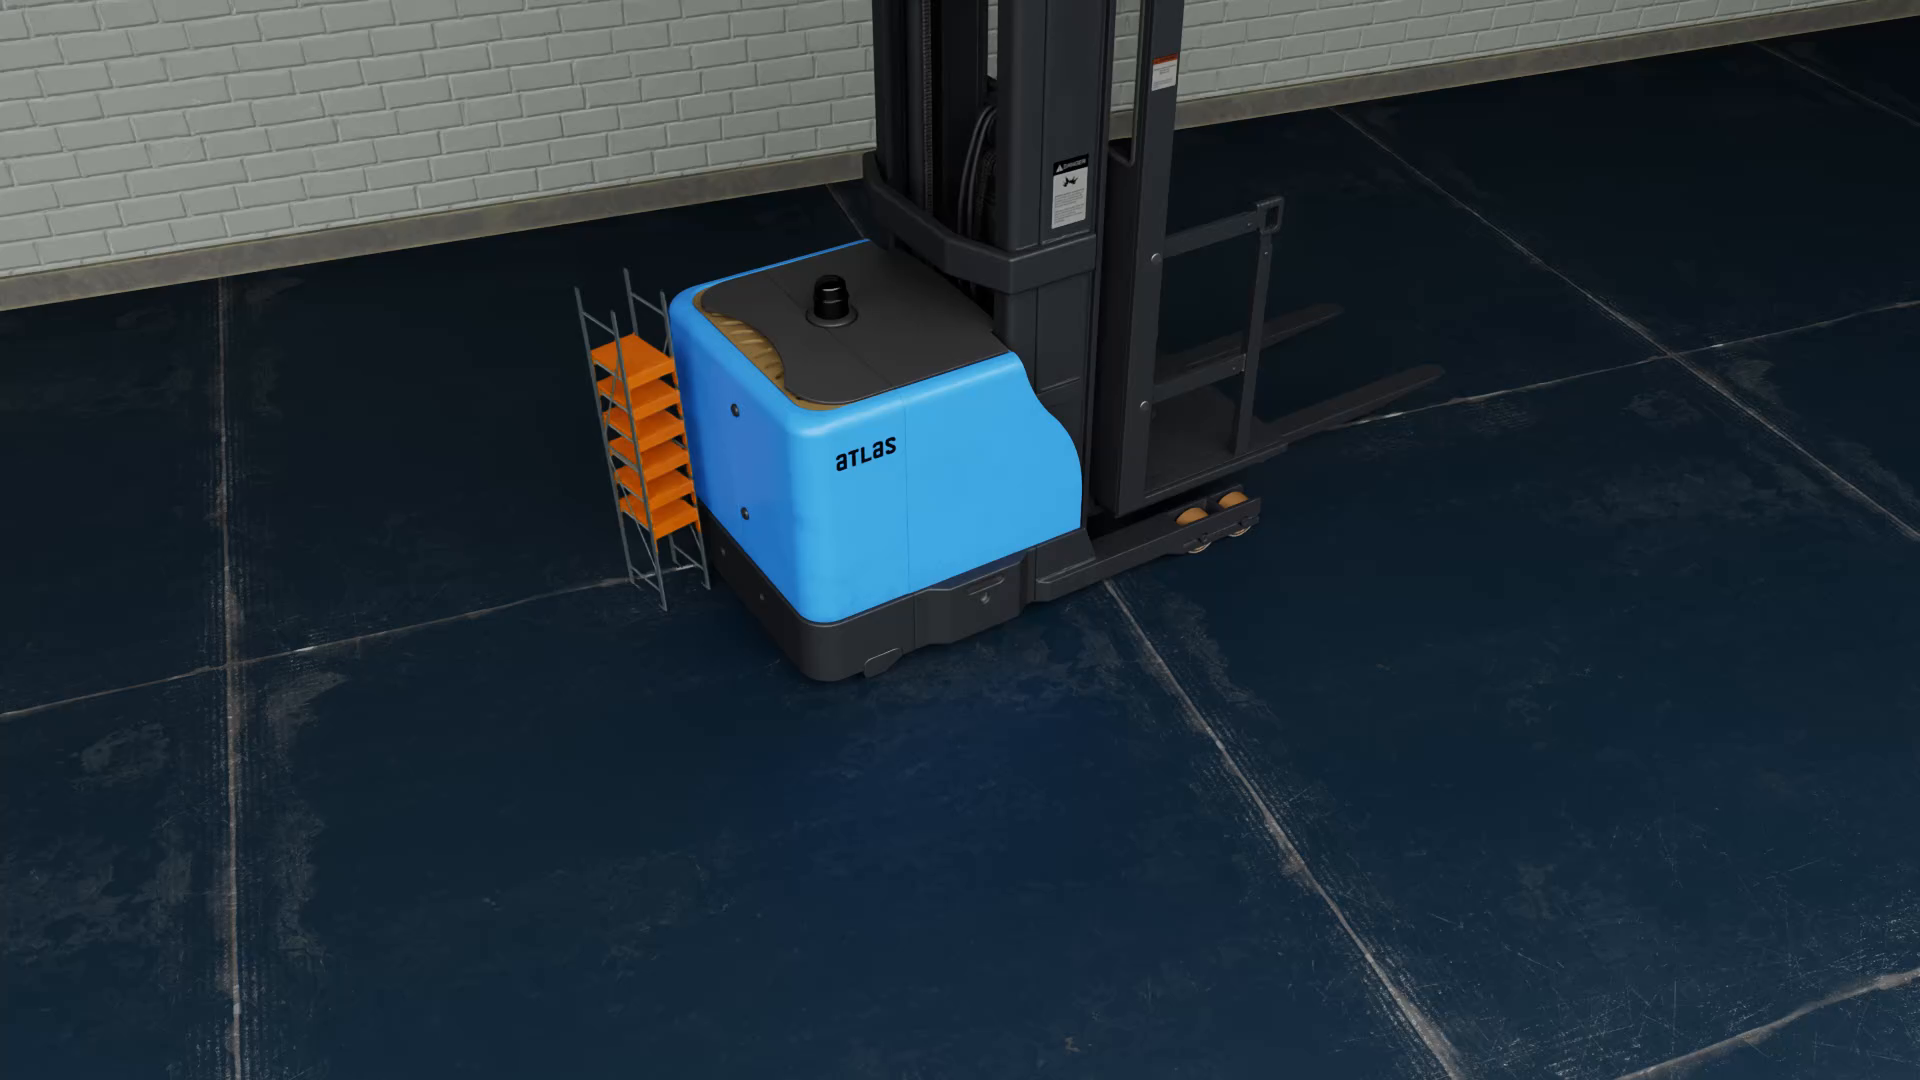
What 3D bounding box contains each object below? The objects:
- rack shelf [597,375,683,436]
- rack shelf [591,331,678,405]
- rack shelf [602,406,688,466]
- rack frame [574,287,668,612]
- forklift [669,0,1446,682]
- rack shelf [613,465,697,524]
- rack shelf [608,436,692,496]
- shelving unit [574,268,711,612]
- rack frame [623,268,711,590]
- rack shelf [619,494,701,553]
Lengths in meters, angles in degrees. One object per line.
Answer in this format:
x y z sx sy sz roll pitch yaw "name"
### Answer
-1.075 -0.473 5.547 0.180 0.103 0.258 -29 44 -31 "rack shelf"
-1.078 -0.569 5.475 0.180 0.103 0.258 -29 44 -31 "rack shelf"
-1.071 -0.377 5.618 0.180 0.103 0.258 -29 44 -31 "rack shelf"
-1.137 -0.278 5.616 0.006 1.200 0.240 -29 44 -31 "rack frame"
0.530 -1.371 5.634 3.031 2.935 1.130 -21 42 -25 "forklift"
-1.063 -0.184 5.760 0.180 0.103 0.258 -29 44 -31 "rack shelf"
-1.067 -0.280 5.689 0.180 0.103 0.258 -29 44 -31 "rack shelf"
-1.068 -0.316 5.663 0.189 1.200 0.258 -29 44 -31 "shelving unit"
-0.999 -0.353 5.710 0.006 1.200 0.240 -29 44 -31 "rack frame"
-1.059 -0.087 5.832 0.180 0.103 0.258 -29 44 -31 "rack shelf"
